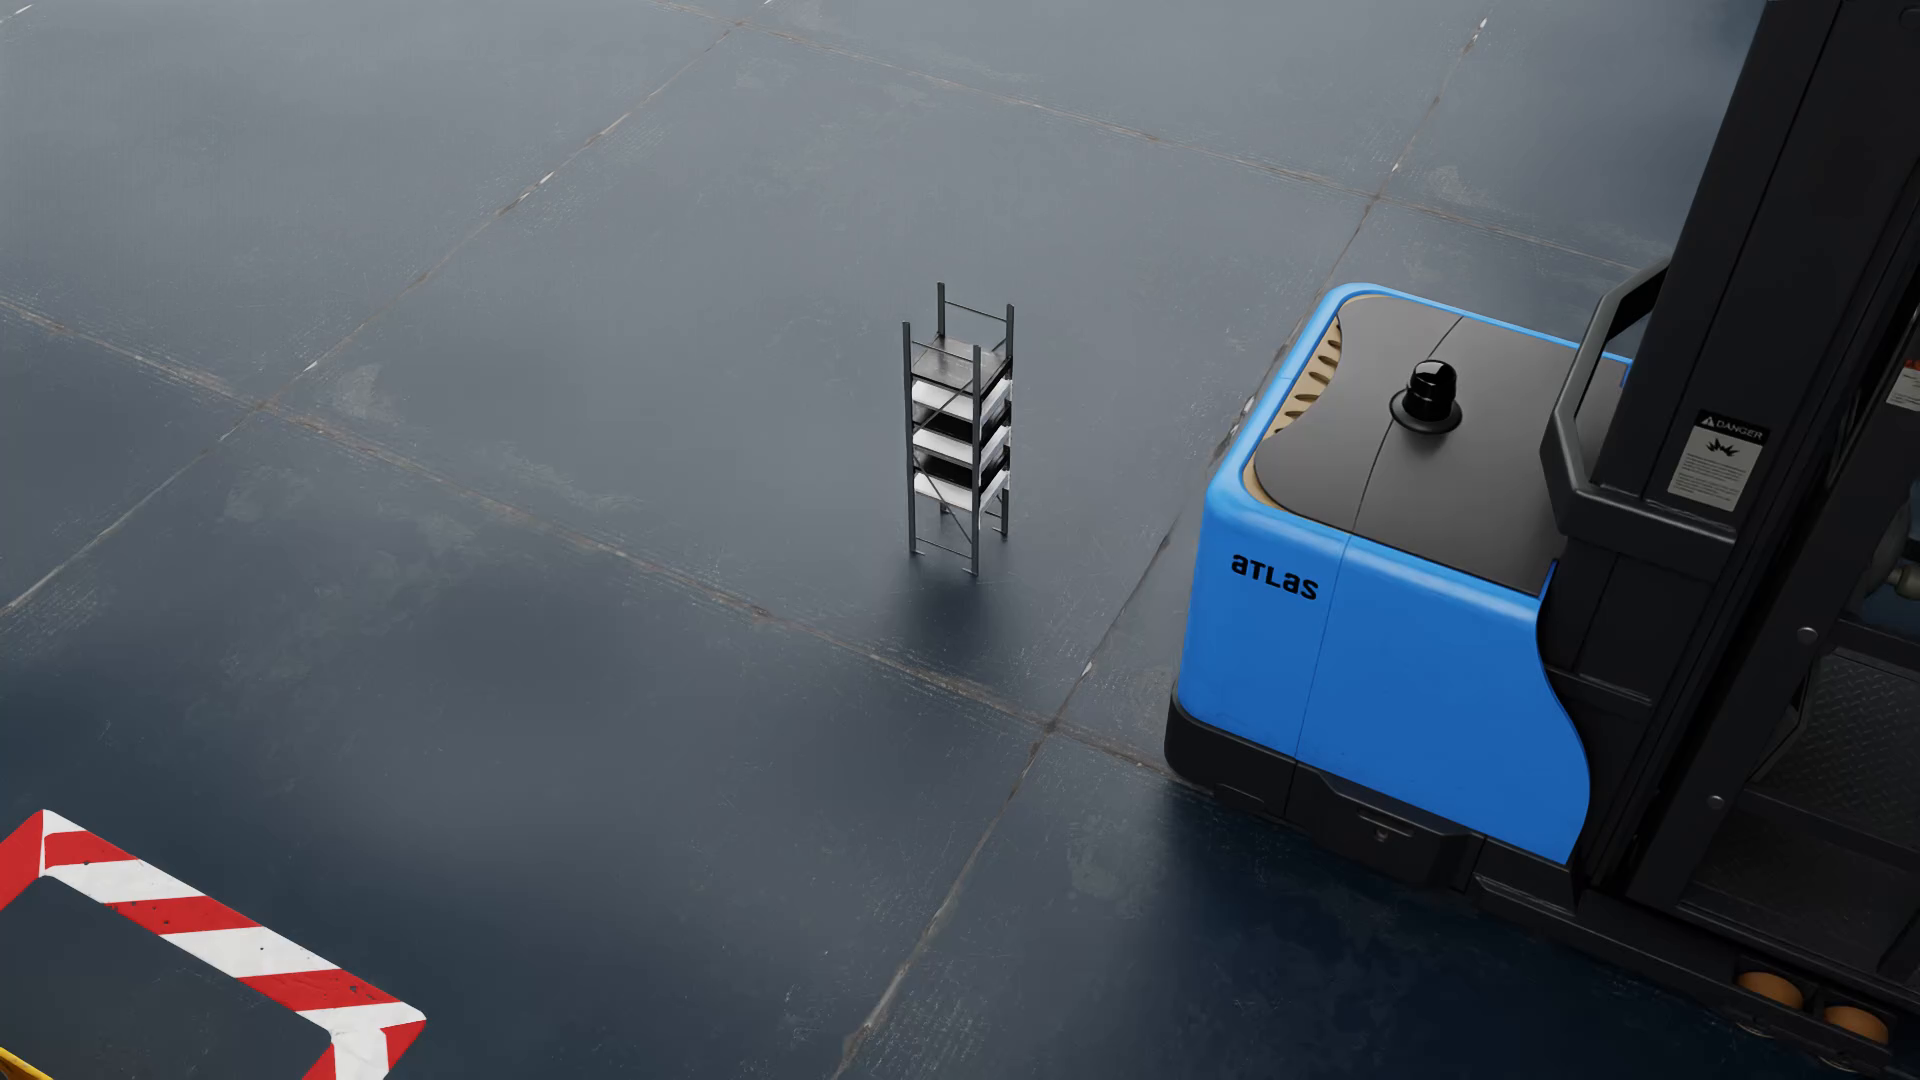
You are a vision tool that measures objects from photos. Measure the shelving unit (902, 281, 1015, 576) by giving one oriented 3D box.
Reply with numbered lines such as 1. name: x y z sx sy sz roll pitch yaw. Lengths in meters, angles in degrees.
1. shelving unit: -0.004 -0.311 4.925 0.258 0.900 0.210 20 49 19

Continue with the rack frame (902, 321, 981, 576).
1. rack frame: -0.051 -0.247 4.862 0.240 0.900 0.006 20 49 19

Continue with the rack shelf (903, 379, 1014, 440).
1. rack shelf: -0.004 -0.414 4.821 0.258 0.077 0.200 20 49 19

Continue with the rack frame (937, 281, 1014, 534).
1. rack frame: 0.043 -0.375 4.988 0.240 0.900 0.006 20 49 19

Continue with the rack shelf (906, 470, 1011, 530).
1. rack shelf: -0.004 -0.161 5.077 0.258 0.077 0.200 20 49 19

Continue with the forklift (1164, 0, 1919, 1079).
1. forklift: 2.107 -0.193 3.380 3.031 2.935 1.130 21 49 19

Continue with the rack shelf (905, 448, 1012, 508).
1. rack shelf: -0.004 -0.225 5.013 0.258 0.077 0.200 20 49 19

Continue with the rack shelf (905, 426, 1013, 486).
1. rack shelf: -0.004 -0.288 4.949 0.258 0.077 0.200 20 49 19

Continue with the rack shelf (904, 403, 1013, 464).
1. rack shelf: -0.004 -0.351 4.885 0.258 0.077 0.200 20 49 19

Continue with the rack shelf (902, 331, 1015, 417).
1. rack shelf: -0.004 -0.478 4.757 0.258 0.077 0.200 20 49 19
